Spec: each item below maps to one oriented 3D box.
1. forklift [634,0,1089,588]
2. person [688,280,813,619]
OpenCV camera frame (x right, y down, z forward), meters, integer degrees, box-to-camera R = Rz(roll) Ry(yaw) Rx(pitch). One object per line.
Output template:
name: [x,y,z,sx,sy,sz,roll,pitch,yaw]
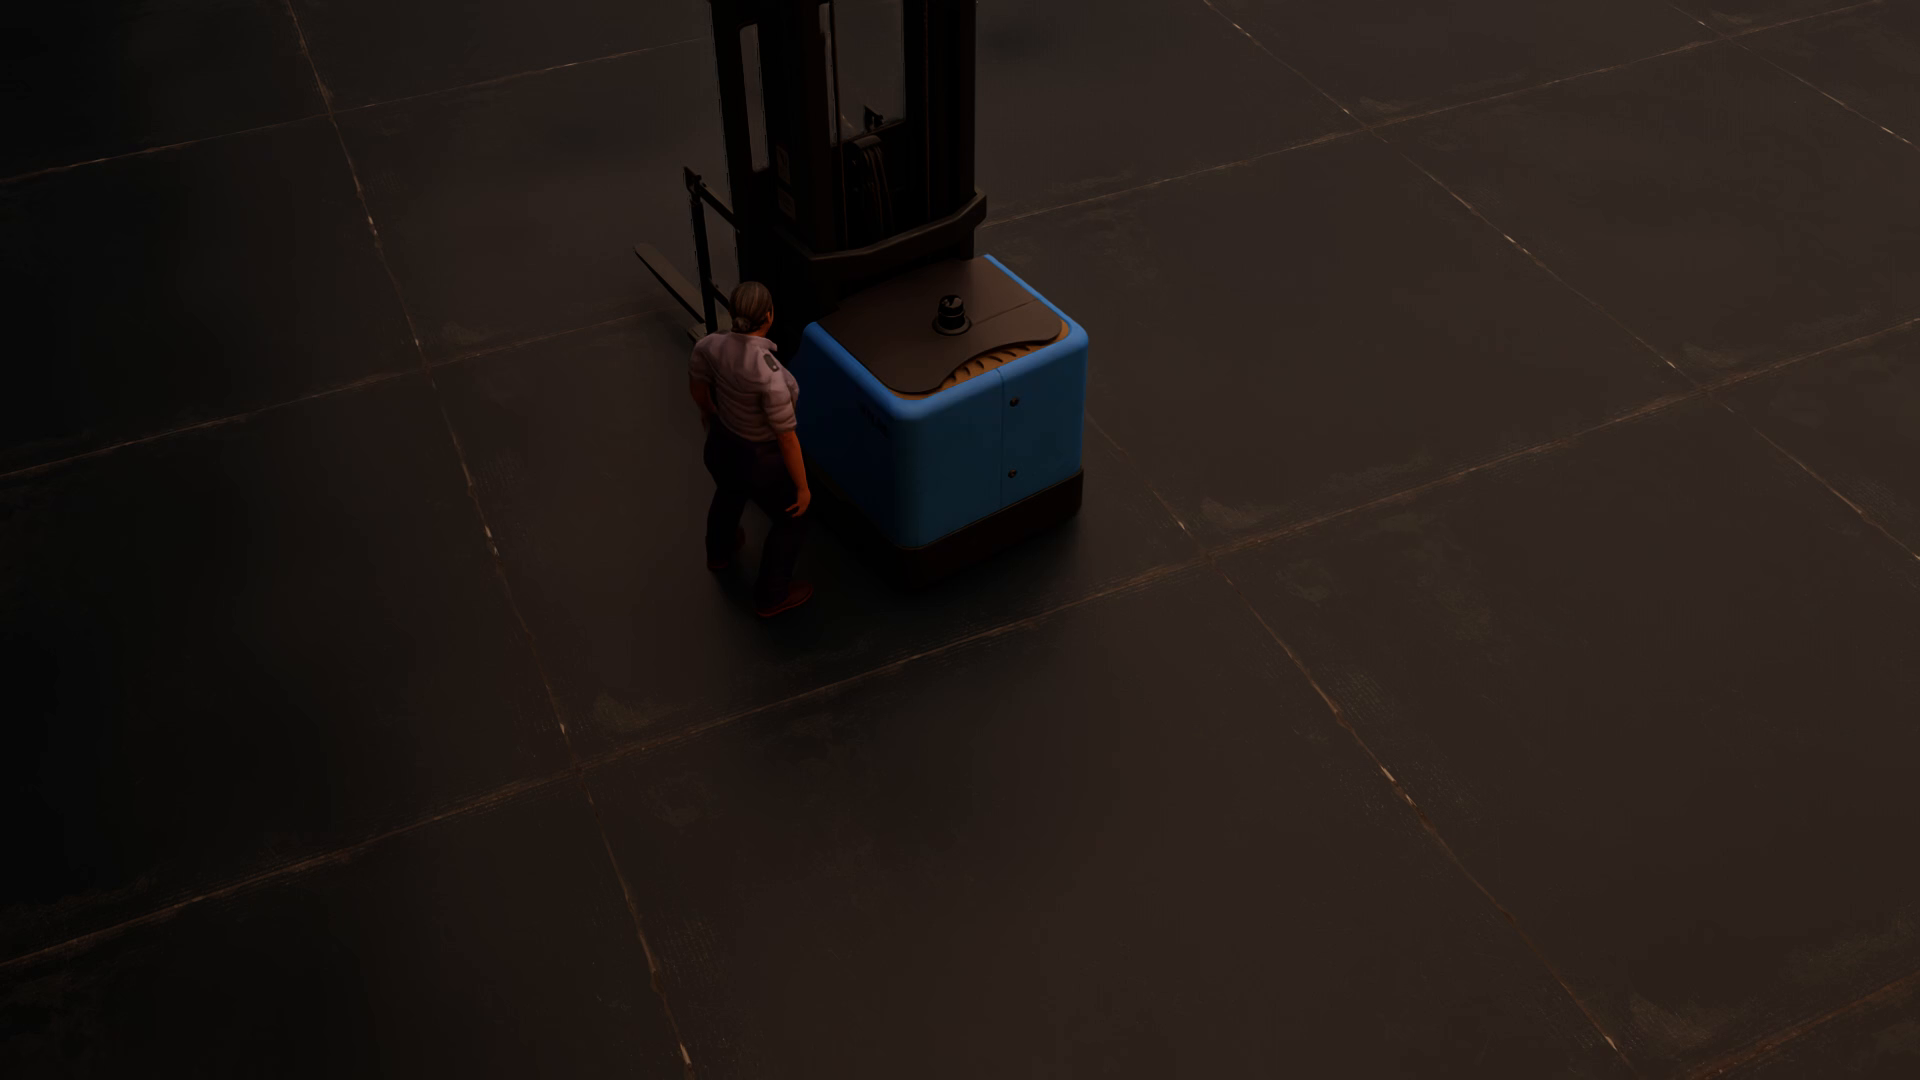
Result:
forklift: [-0.674,-1.824,7.634,1.130,2.935,3.031,-25,49,-25]
person: [-0.891,-0.390,7.061,0.766,1.627,0.374,29,50,28]
